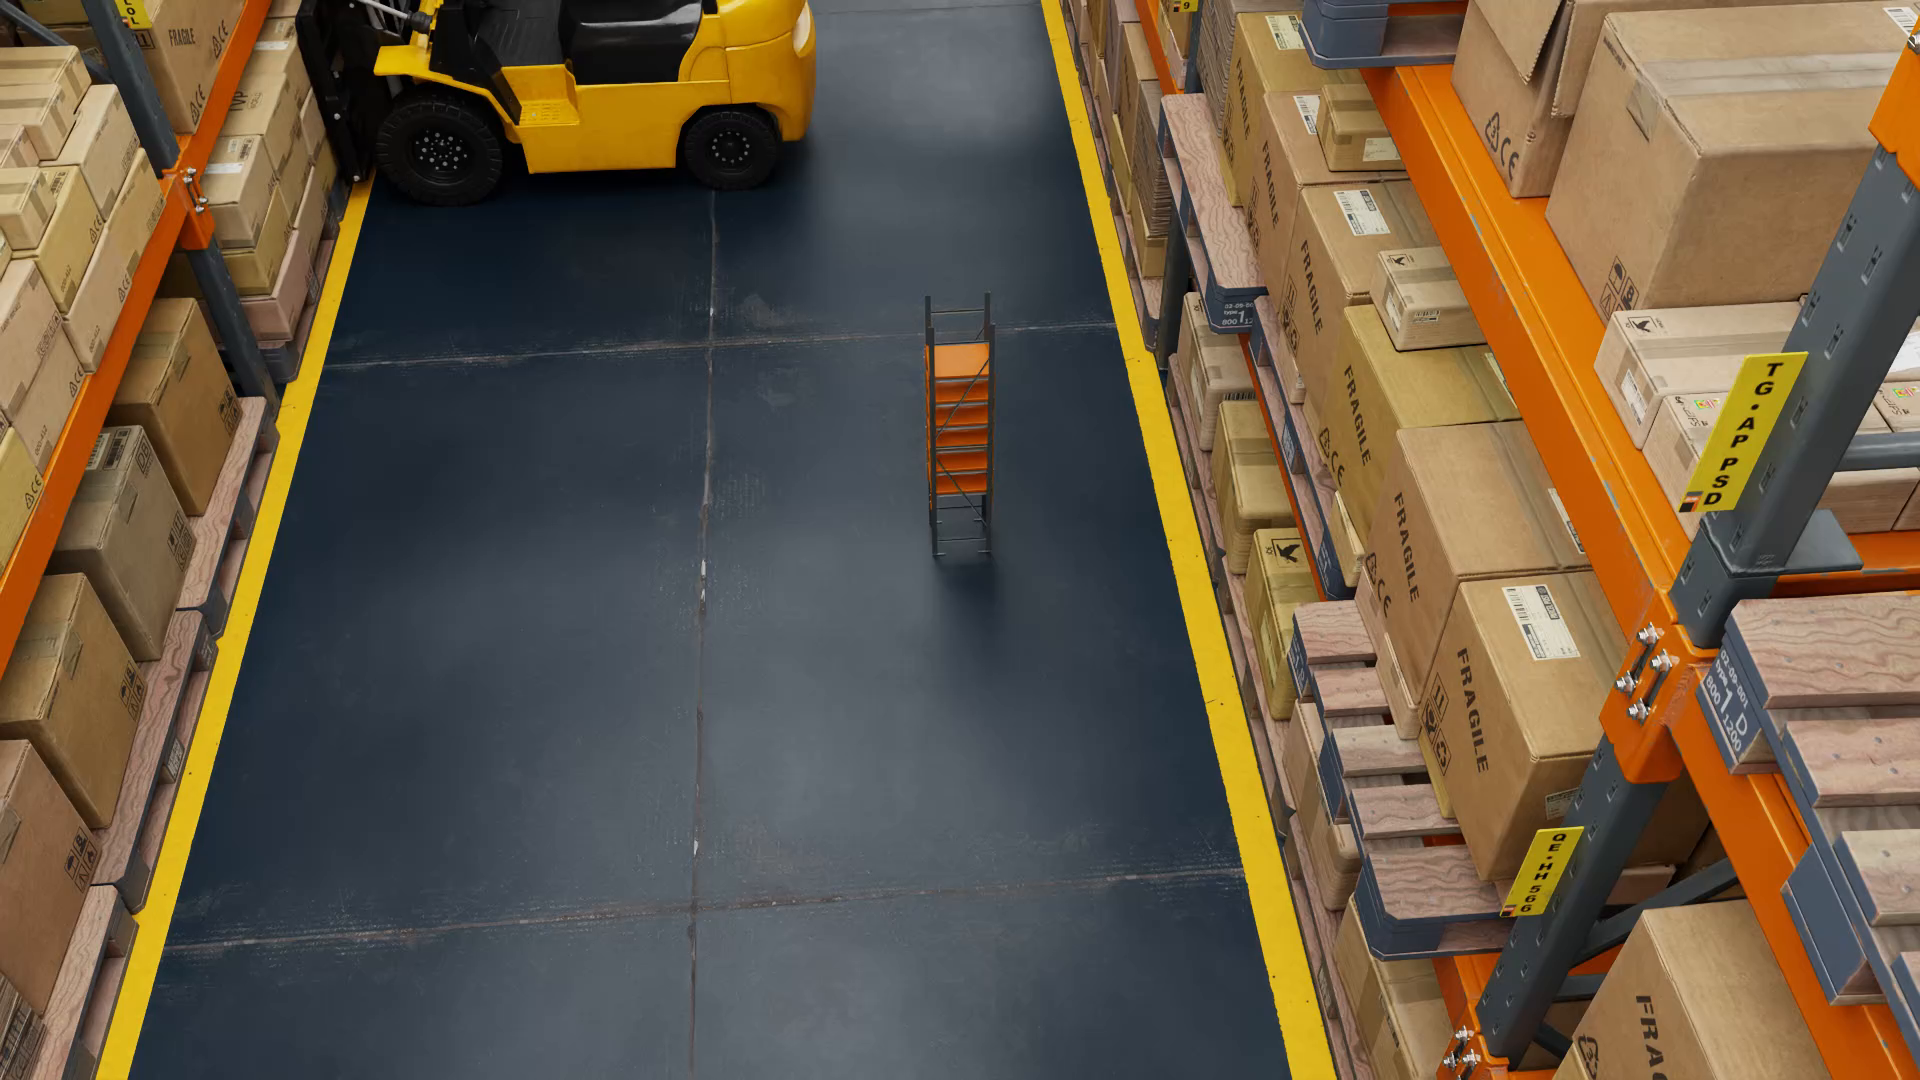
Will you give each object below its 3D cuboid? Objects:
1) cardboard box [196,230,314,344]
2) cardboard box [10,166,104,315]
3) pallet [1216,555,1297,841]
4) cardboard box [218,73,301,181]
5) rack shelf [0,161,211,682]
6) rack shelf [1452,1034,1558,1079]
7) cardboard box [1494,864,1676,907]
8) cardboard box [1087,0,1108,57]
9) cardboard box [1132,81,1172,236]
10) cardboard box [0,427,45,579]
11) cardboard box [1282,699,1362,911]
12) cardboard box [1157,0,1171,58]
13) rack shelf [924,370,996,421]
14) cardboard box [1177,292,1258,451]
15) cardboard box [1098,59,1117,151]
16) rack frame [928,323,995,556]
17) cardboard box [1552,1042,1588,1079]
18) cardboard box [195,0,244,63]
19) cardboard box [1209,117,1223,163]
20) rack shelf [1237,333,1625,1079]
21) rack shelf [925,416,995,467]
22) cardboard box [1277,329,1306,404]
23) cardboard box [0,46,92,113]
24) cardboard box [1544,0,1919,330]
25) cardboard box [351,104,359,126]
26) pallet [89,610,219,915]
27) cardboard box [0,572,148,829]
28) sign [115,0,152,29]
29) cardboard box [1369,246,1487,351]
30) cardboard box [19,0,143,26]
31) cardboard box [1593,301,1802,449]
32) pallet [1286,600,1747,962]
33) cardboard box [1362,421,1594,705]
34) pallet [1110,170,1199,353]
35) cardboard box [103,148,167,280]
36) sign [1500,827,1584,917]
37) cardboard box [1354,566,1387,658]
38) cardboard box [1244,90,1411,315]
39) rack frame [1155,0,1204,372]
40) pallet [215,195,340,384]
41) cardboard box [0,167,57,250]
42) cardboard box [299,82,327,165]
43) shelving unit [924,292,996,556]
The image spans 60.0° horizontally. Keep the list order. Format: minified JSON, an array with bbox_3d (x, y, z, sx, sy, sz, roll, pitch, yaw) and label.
[{"bbox_3d":[-3.252,-1.141,7.505,0.500,0.250,0.500,-3,47,-3],"label":"cardboard box"},{"bbox_3d":[-3.195,-0.980,5.508,0.500,0.250,0.500,-5,47,-4],"label":"cardboard box"},{"bbox_3d":[1.577,0.531,6.238,1.003,0.211,1.213,-3,47,-3],"label":"pallet"},{"bbox_3d":[-3.302,-1.854,7.492,0.500,0.250,0.500,-3,47,-3],"label":"cardboard box"},{"bbox_3d":[-3.374,0.123,5.200,1.077,0.370,4.000,-3,47,-3],"label":"rack shelf"},{"bbox_3d":[1.907,2.712,2.747,1.077,0.370,4.000,-3,47,-3],"label":"rack shelf"},{"bbox_3d":[1.478,0.737,4.006,0.380,0.149,0.250,-2,47,-2],"label":"cardboard box"},{"bbox_3d":[0.946,-2.868,8.625,0.500,0.500,0.500,-3,47,-3],"label":"cardboard box"},{"bbox_3d":[1.088,-1.744,7.561,0.500,0.500,0.500,-4,47,-4],"label":"cardboard box"},{"bbox_3d":[-3.129,-0.074,4.994,0.500,0.250,0.500,-2,47,-2],"label":"cardboard box"},{"bbox_3d":[1.632,0.834,5.551,0.950,0.372,0.625,-4,47,-4],"label":"cardboard box"},{"bbox_3d":[1.046,-2.184,7.062,0.380,0.149,0.250,-3,47,-2],"label":"cardboard box"},{"bbox_3d":[-0.001,-0.558,6.319,0.258,0.103,0.180,-3,47,-3],"label":"rack shelf"},{"bbox_3d":[1.451,-0.737,7.040,0.950,0.372,0.625,-3,47,-3],"label":"cardboard box"},{"bbox_3d":[0.995,-2.239,8.546,0.500,0.250,0.500,-3,47,-3],"label":"cardboard box"},{"bbox_3d":[0.006,-0.357,6.398,0.240,1.200,0.006,-3,47,-3],"label":"rack frame"},{"bbox_3d":[1.536,1.279,3.368,0.500,0.250,0.500,-4,47,-4],"label":"cardboard box"},{"bbox_3d":[-3.378,-2.319,6.948,0.500,0.500,0.500,-3,47,-3],"label":"cardboard box"},{"bbox_3d":[1.136,-1.515,6.139,0.380,0.149,0.250,-3,47,-3],"label":"cardboard box"},{"bbox_3d":[1.572,-0.182,5.488,1.077,0.370,4.000,-3,47,-3],"label":"rack shelf"},{"bbox_3d":[-0.001,-0.392,6.493,0.258,0.103,0.180,-3,47,-3],"label":"rack shelf"},{"bbox_3d":[1.217,-0.570,5.244,0.380,0.149,0.250,-2,47,-2],"label":"cardboard box"},{"bbox_3d":[-3.291,-1.595,5.816,0.380,0.149,0.250,-2,47,-2],"label":"cardboard box"},{"bbox_3d":[1.670,-0.734,3.381,0.700,0.500,0.500,-3,47,-3],"label":"cardboard box"},{"bbox_3d":[-3.391,-2.246,8.553,0.500,0.250,0.500,-2,47,-2],"label":"cardboard box"},{"bbox_3d":[-3.335,0.803,5.981,1.003,0.211,1.213,-3,47,-3],"label":"pallet"},{"bbox_3d":[-3.364,0.583,5.615,0.875,0.625,0.625,-5,47,-5],"label":"cardboard box"},{"bbox_3d":[-3.001,-1.983,5.955,0.100,0.325,0.005,-3,47,-3],"label":"sign"},{"bbox_3d":[1.321,-0.653,4.429,0.380,0.149,0.250,-6,47,-5],"label":"cardboard box"},{"bbox_3d":[-3.306,-2.076,6.271,0.380,0.149,0.250,-4,47,-4],"label":"cardboard box"},{"bbox_3d":[1.475,-0.322,3.232,0.380,0.149,0.250,-3,47,-3],"label":"cardboard box"},{"bbox_3d":[1.574,0.575,4.408,1.213,0.211,1.003,-3,47,-3],"label":"pallet"},{"bbox_3d":[1.370,0.052,4.209,0.500,0.500,0.500,-4,47,-4],"label":"cardboard box"},{"bbox_3d":[1.313,-1.401,8.068,1.003,0.211,1.213,-3,47,-3],"label":"pallet"},{"bbox_3d":[-3.238,-1.171,6.033,0.500,0.250,0.500,-3,47,-2],"label":"cardboard box"},{"bbox_3d":[1.200,0.687,3.427,0.100,0.325,0.005,-3,47,-3],"label":"sign"},{"bbox_3d":[1.304,0.185,4.529,0.380,0.149,0.250,-5,47,-5],"label":"cardboard box"},{"bbox_3d":[1.228,-1.080,5.280,0.500,0.500,0.500,-4,47,-4],"label":"cardboard box"},{"bbox_3d":[1.405,-1.876,6.597,1.000,3.000,0.127,-3,47,-3],"label":"rack frame"},{"bbox_3d":[-3.566,-1.191,7.869,1.003,0.211,1.213,-3,47,-3],"label":"pallet"},{"bbox_3d":[-3.130,-1.047,5.297,0.380,0.149,0.250,-5,47,-5],"label":"cardboard box"},{"bbox_3d":[-3.349,-2.040,8.013,0.500,0.250,0.500,-4,47,-4],"label":"cardboard box"},{"bbox_3d":[-0.001,-0.423,6.461,0.258,1.200,0.189,-3,47,-3],"label":"shelving unit"}]
